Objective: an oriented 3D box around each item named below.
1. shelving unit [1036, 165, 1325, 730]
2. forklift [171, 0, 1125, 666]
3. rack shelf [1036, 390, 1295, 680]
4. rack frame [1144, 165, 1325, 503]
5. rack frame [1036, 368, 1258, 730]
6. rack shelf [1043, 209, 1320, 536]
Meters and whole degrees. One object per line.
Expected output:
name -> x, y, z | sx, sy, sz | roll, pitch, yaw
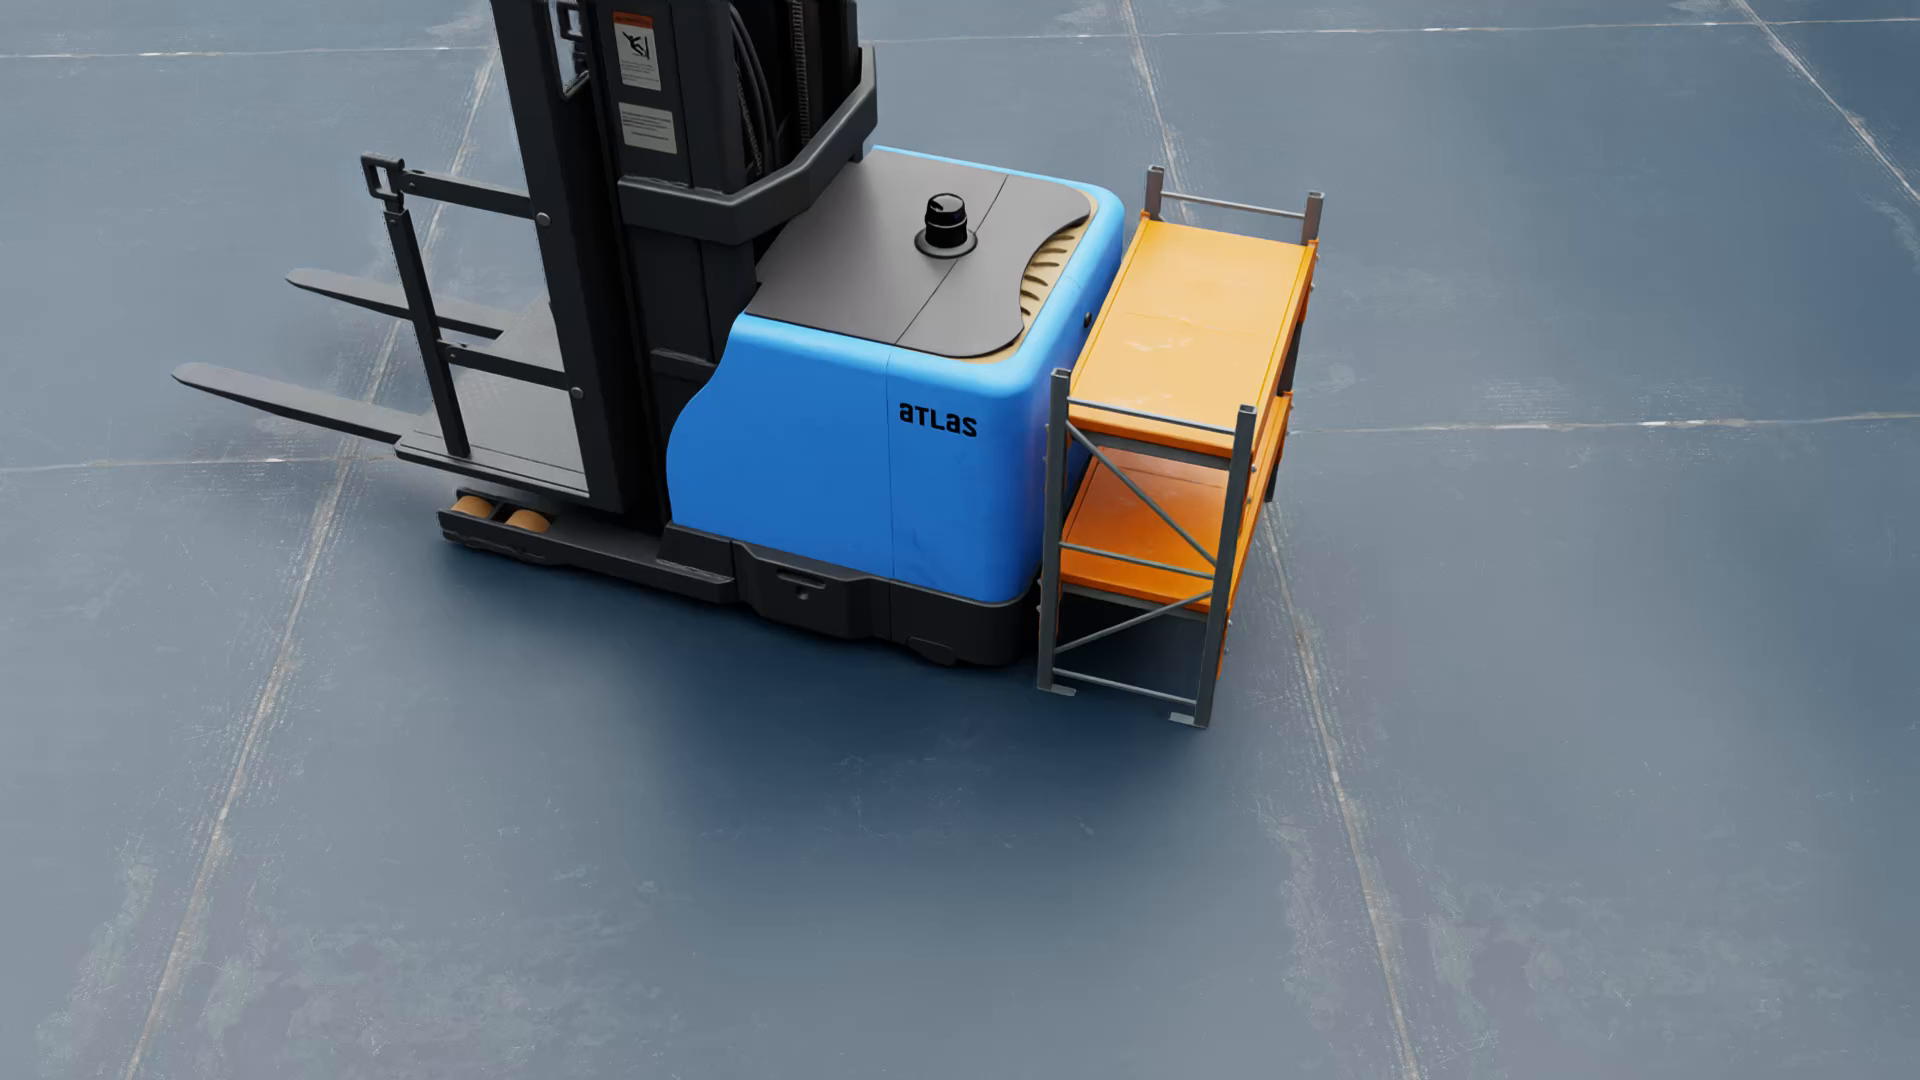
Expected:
shelving unit -> 0.619, -0.270, 4.712 | 0.538, 1.125, 1.048 | 12, 44, 13
forklift -> -1.087, -1.329, 4.531 | 3.031, 2.935, 1.130 | 14, 44, 15
rack shelf -> 0.619, -0.090, 4.877 | 0.538, 0.278, 1.000 | 12, 44, 13
rack frame -> 0.776, -0.597, 5.068 | 0.500, 1.125, 0.032 | 12, 44, 13
rack frame -> 0.462, 0.057, 4.356 | 0.500, 1.125, 0.032 | 12, 44, 13
rack shelf -> 0.619, -0.486, 4.514 | 0.538, 0.278, 1.000 | 12, 44, 13
